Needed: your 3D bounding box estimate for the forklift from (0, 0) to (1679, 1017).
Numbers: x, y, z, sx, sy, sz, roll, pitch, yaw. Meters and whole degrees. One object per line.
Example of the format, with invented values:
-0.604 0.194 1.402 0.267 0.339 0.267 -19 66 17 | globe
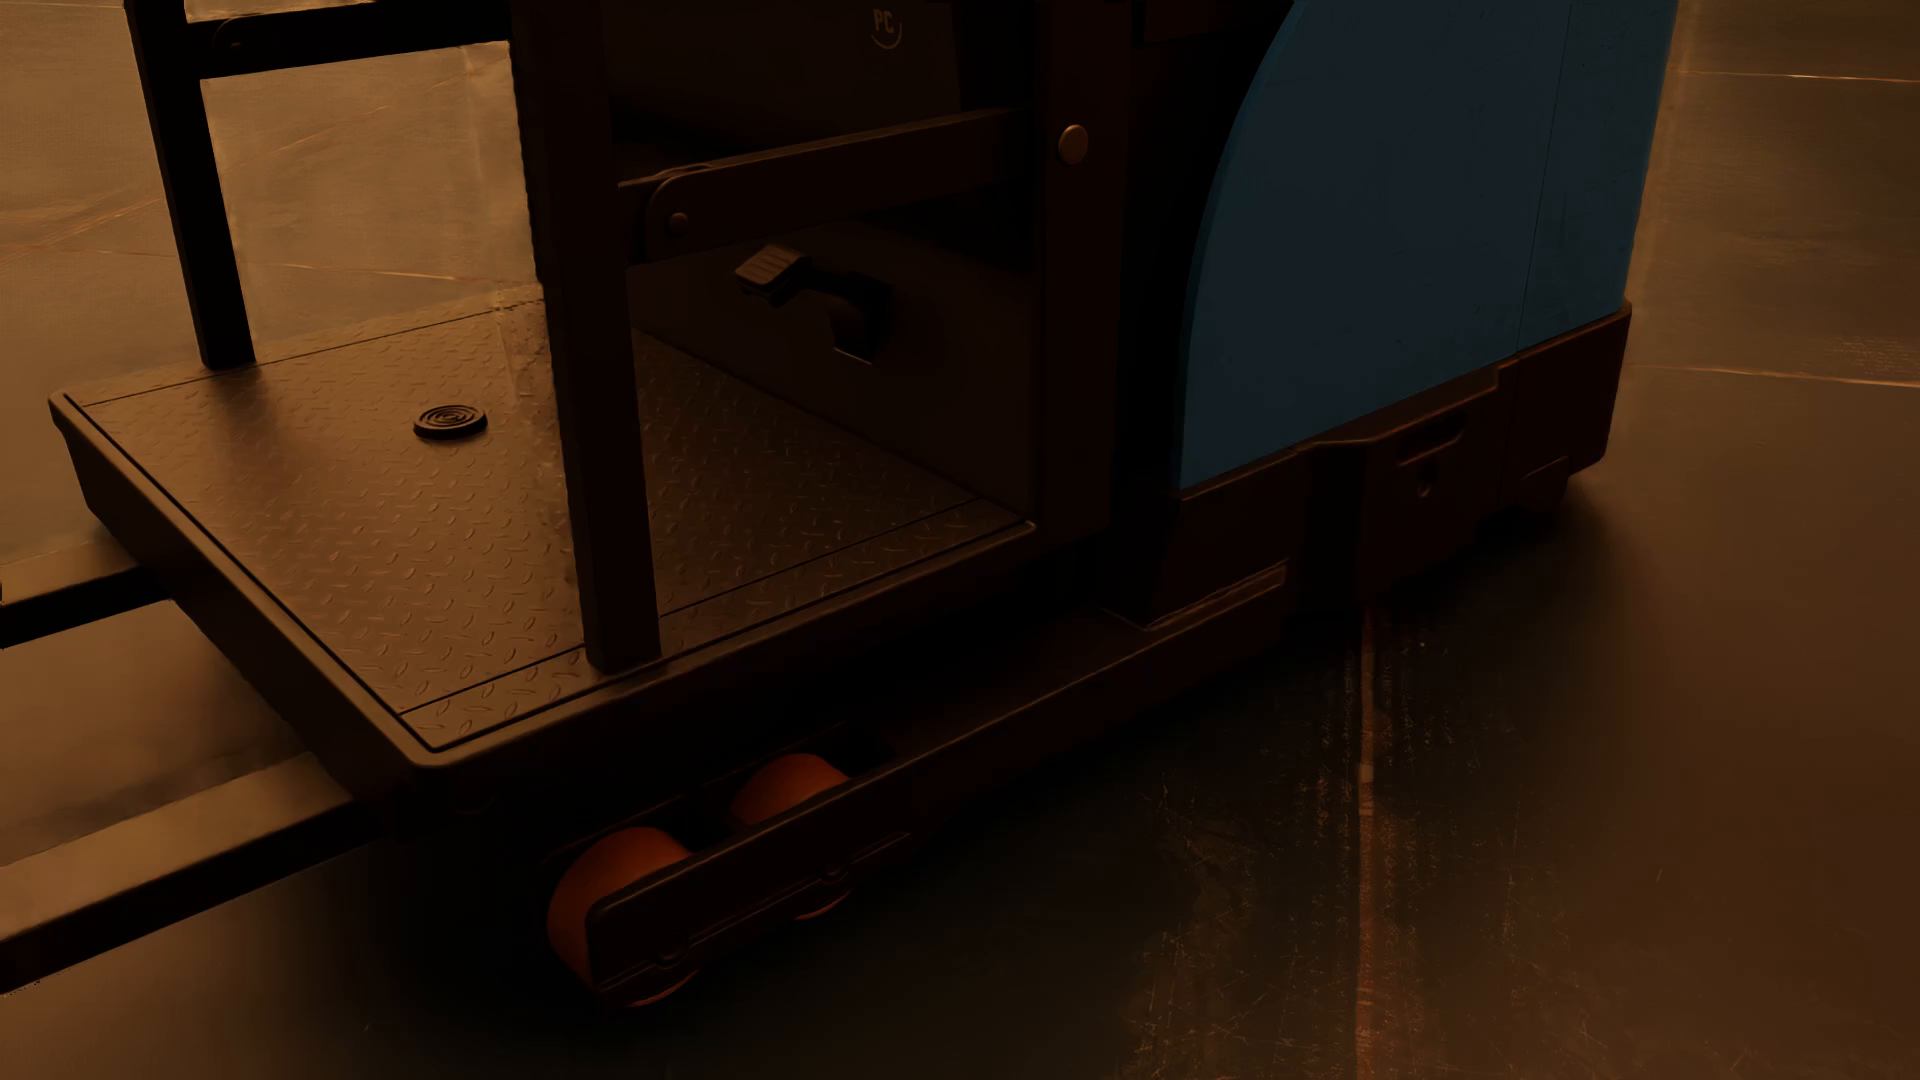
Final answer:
-0.424 -1.127 1.479 3.031 2.935 1.130 -21 34 -36 | forklift
